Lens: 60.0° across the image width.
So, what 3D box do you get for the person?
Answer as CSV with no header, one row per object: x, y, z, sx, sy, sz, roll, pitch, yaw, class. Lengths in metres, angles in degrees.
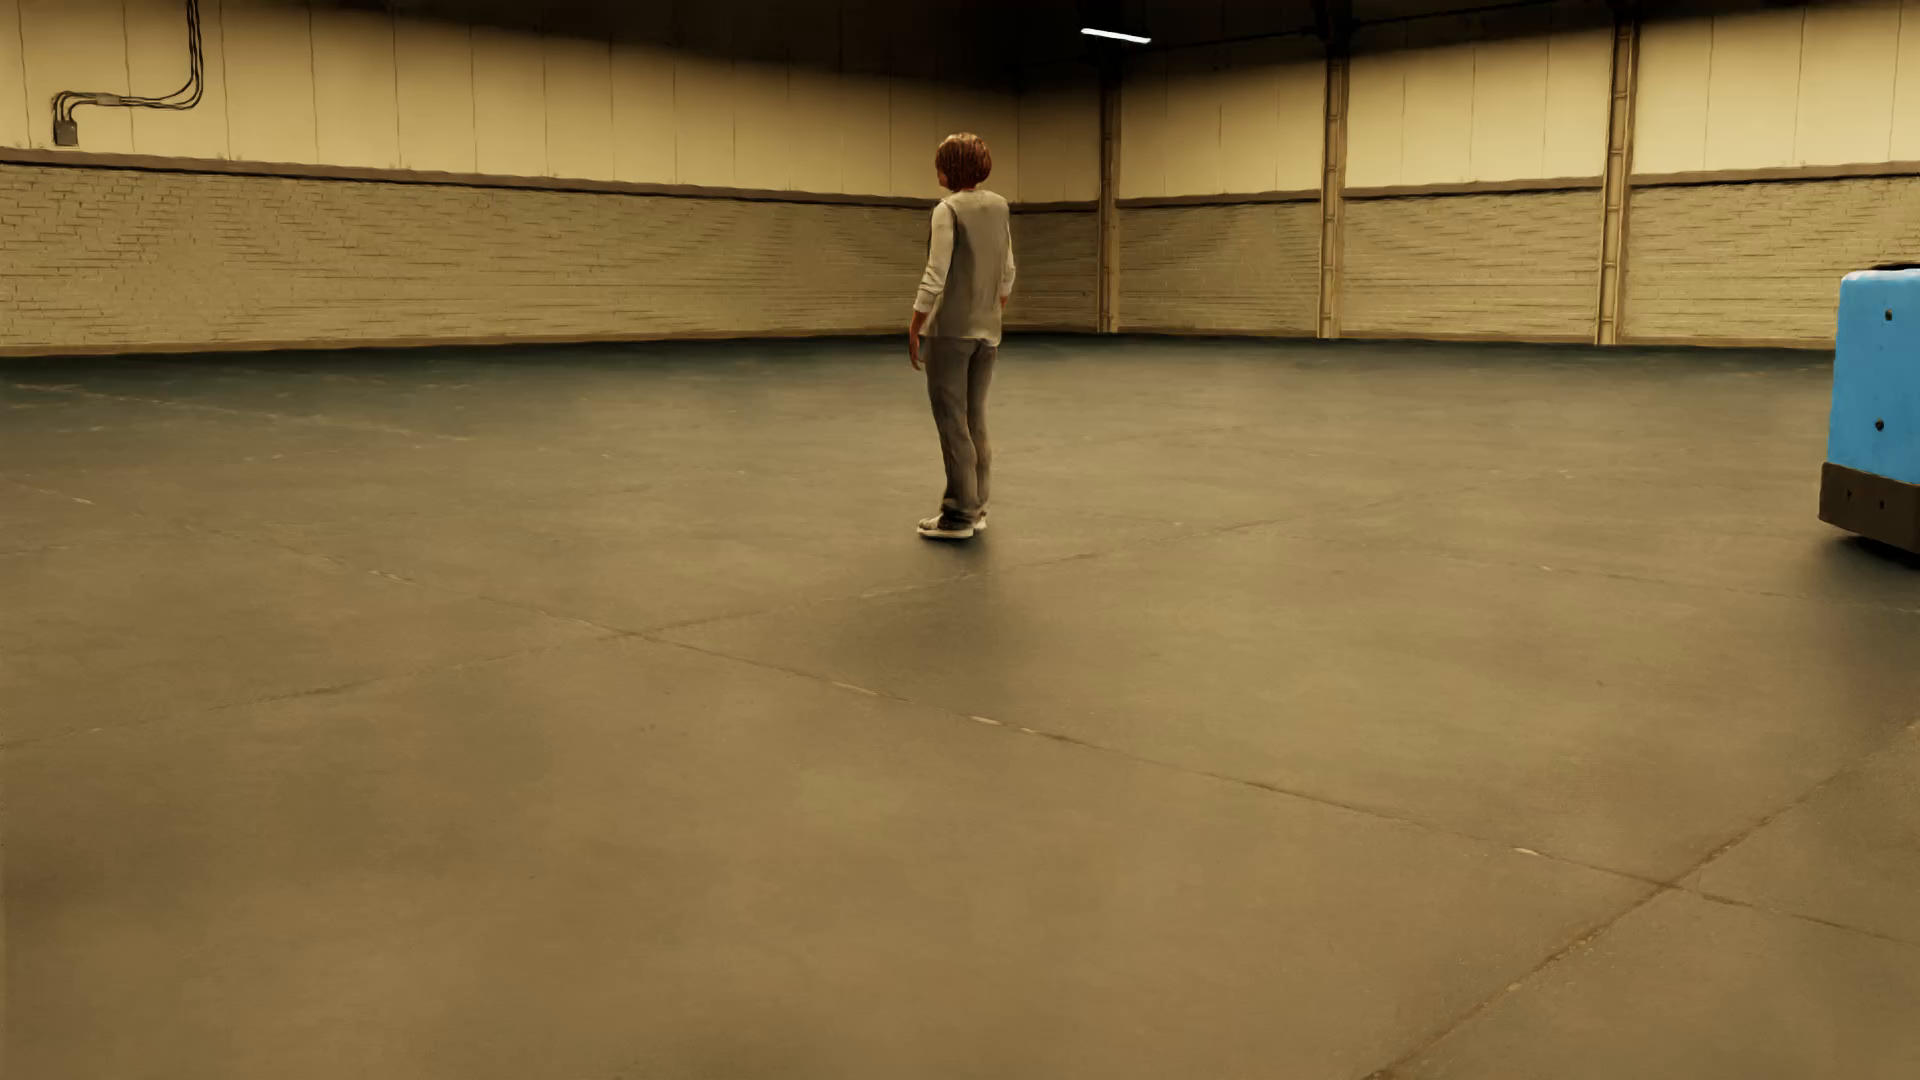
-0.044,-0.806,6.658,0.474,1.597,0.521,8,12,43,person

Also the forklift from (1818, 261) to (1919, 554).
4.951,-1.369,5.964,3.031,2.935,1.130,1,9,7,forklift
